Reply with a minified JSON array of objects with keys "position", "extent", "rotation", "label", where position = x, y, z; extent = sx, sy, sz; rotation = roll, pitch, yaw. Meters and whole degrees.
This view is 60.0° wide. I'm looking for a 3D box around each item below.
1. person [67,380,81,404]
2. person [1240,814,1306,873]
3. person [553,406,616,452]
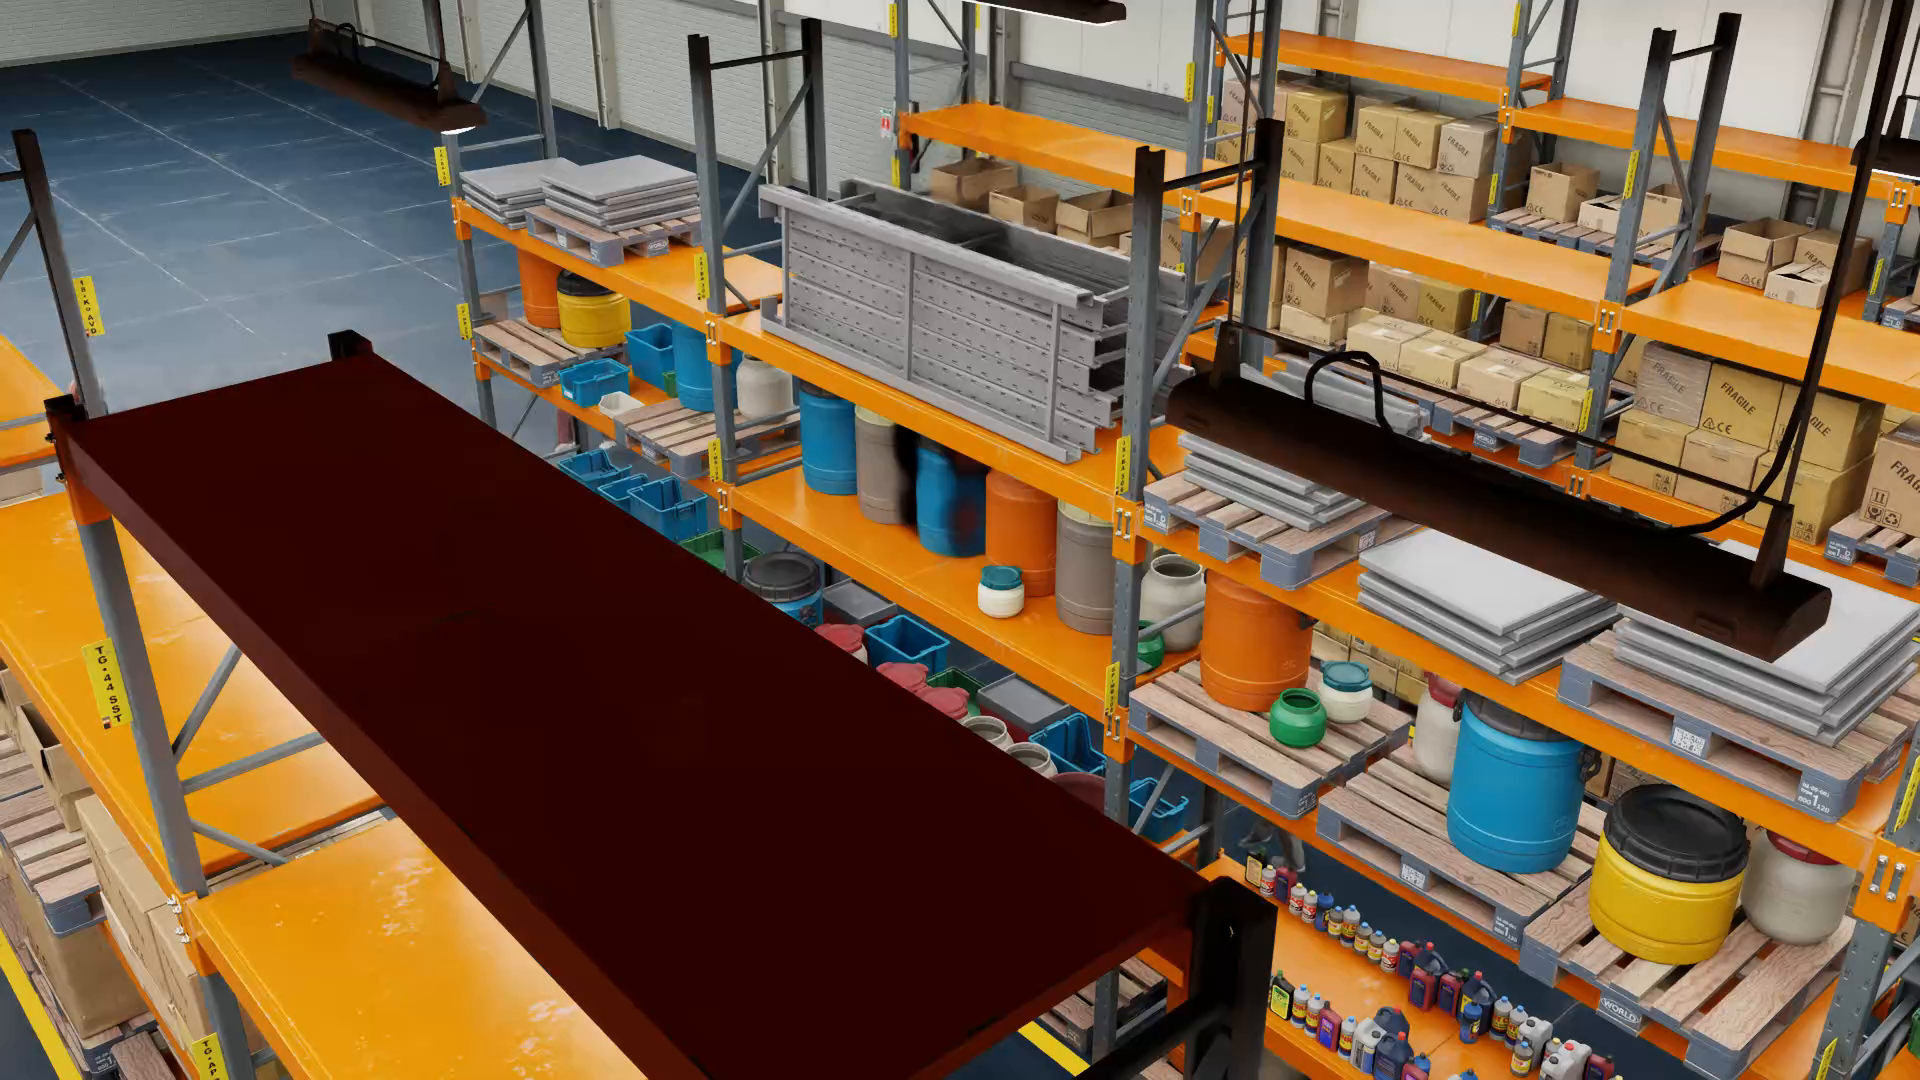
[{"position":[-9.168,-0.884,17.442],"extent":[0.578,1.673,0.649],"rotation":[-6,28,-12],"label":"person"},{"position":[2.271,1.614,11.930],"extent":[0.734,1.803,0.549],"rotation":[24,35,38],"label":"person"},{"position":[-4.379,-1.773,19.194],"extent":[0.844,1.713,0.546],"rotation":[-7,28,-14],"label":"person"}]
